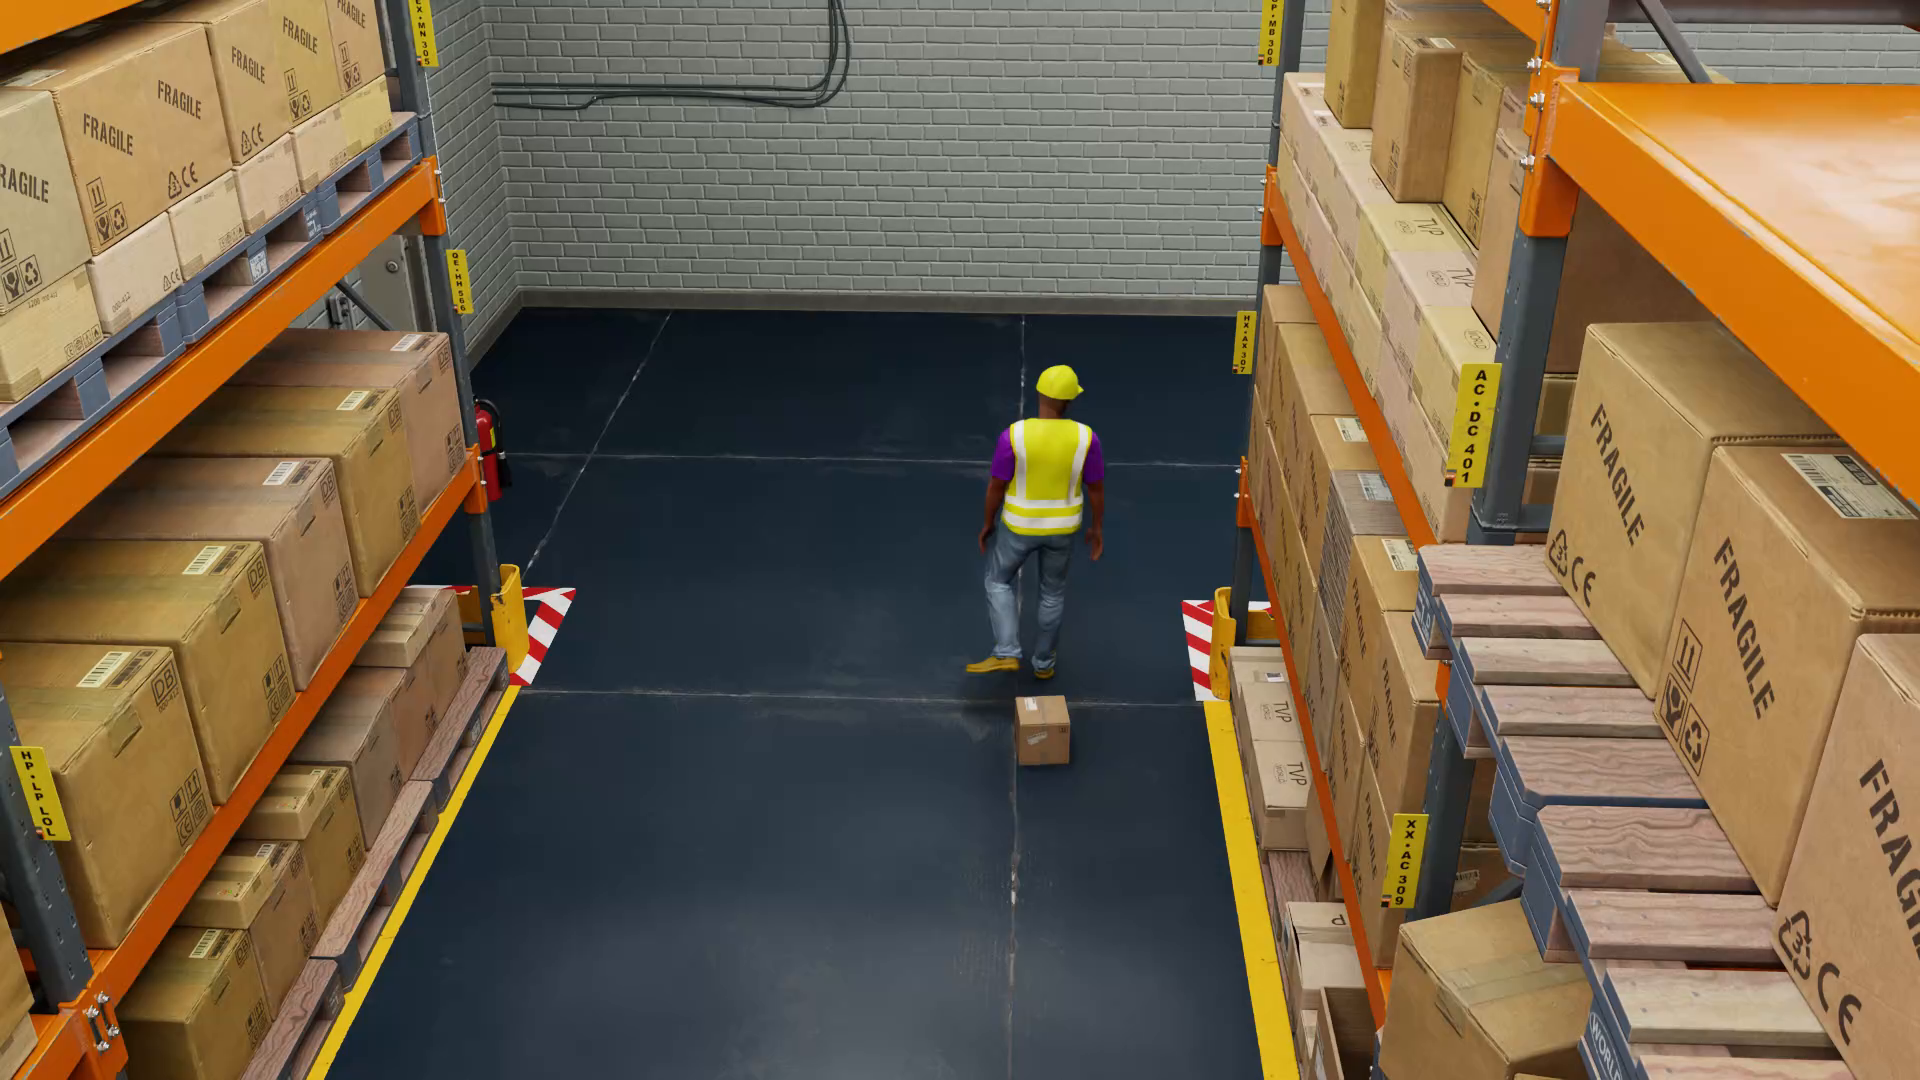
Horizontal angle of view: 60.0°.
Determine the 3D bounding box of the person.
[{"bbox_3d":[0.388,-0.040,8.659,0.746,1.767,0.515,-3,28,-6],"label":"person"}]
